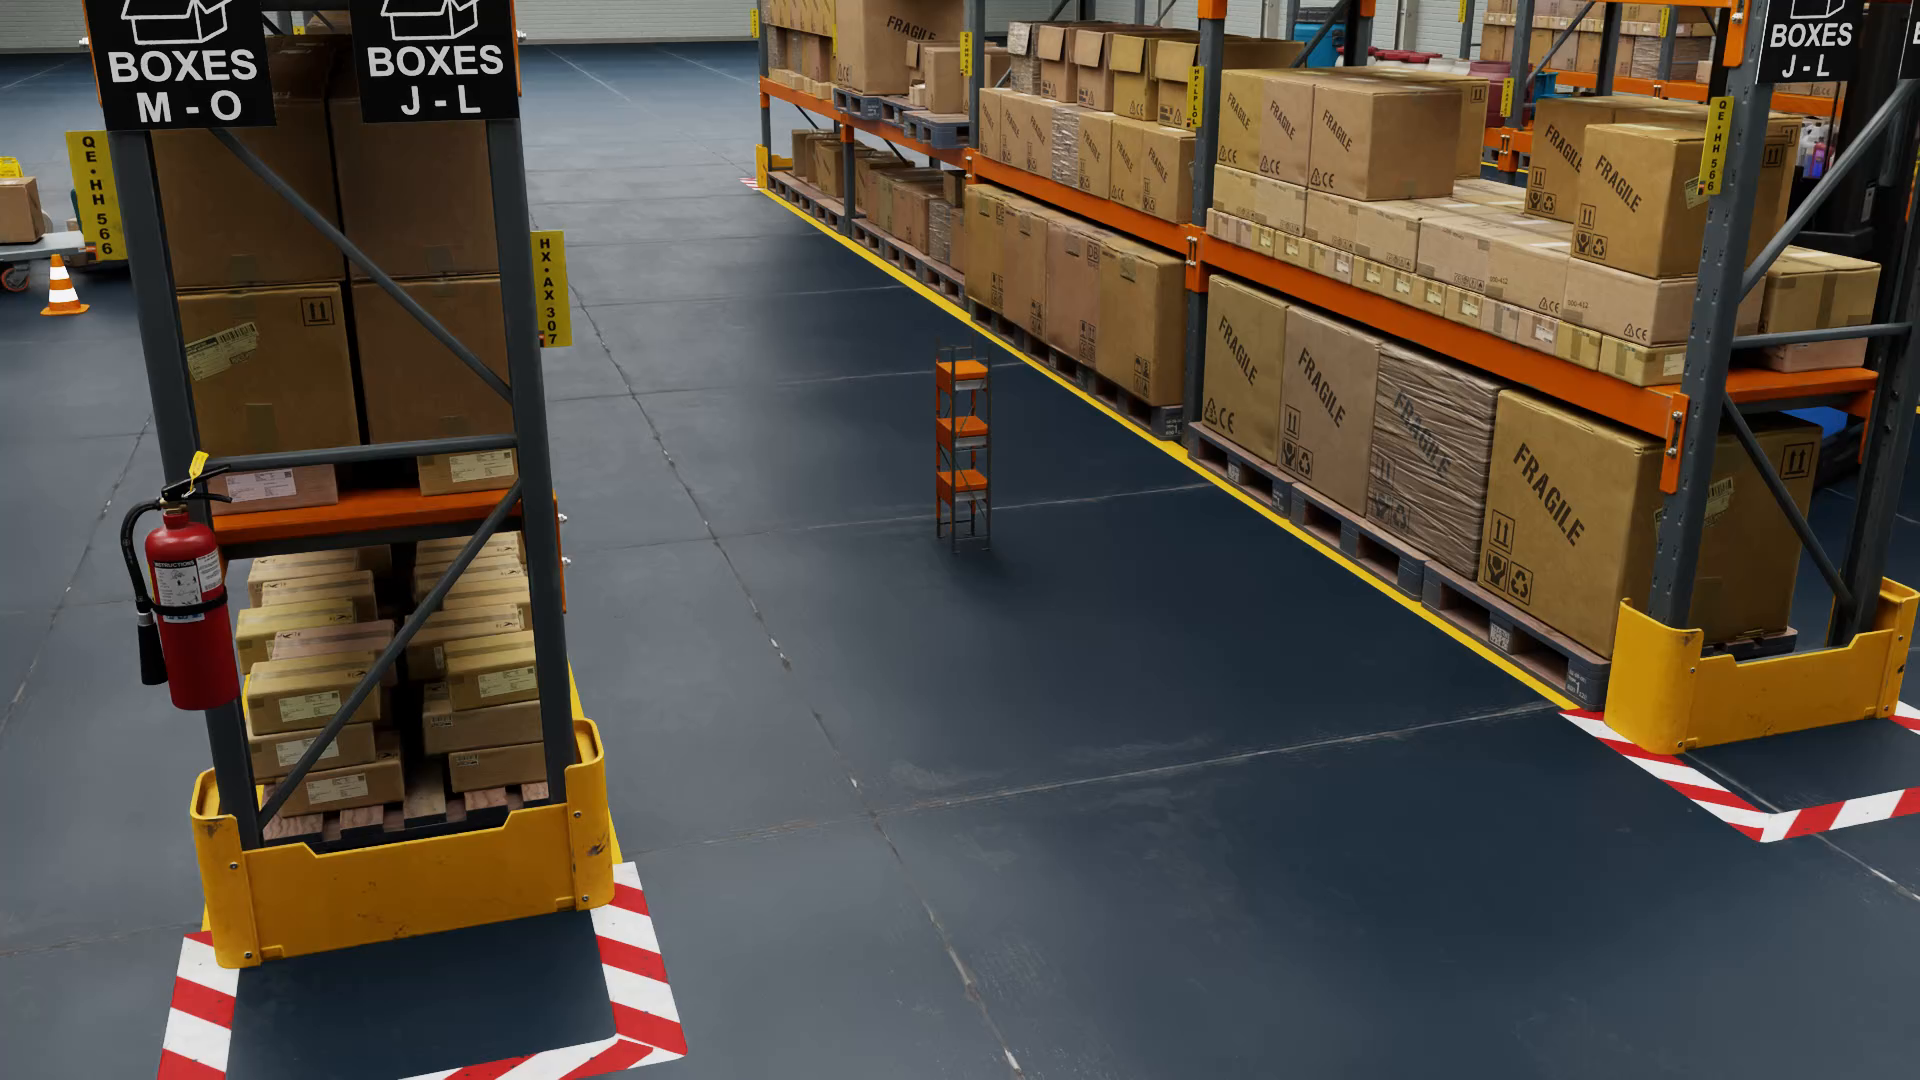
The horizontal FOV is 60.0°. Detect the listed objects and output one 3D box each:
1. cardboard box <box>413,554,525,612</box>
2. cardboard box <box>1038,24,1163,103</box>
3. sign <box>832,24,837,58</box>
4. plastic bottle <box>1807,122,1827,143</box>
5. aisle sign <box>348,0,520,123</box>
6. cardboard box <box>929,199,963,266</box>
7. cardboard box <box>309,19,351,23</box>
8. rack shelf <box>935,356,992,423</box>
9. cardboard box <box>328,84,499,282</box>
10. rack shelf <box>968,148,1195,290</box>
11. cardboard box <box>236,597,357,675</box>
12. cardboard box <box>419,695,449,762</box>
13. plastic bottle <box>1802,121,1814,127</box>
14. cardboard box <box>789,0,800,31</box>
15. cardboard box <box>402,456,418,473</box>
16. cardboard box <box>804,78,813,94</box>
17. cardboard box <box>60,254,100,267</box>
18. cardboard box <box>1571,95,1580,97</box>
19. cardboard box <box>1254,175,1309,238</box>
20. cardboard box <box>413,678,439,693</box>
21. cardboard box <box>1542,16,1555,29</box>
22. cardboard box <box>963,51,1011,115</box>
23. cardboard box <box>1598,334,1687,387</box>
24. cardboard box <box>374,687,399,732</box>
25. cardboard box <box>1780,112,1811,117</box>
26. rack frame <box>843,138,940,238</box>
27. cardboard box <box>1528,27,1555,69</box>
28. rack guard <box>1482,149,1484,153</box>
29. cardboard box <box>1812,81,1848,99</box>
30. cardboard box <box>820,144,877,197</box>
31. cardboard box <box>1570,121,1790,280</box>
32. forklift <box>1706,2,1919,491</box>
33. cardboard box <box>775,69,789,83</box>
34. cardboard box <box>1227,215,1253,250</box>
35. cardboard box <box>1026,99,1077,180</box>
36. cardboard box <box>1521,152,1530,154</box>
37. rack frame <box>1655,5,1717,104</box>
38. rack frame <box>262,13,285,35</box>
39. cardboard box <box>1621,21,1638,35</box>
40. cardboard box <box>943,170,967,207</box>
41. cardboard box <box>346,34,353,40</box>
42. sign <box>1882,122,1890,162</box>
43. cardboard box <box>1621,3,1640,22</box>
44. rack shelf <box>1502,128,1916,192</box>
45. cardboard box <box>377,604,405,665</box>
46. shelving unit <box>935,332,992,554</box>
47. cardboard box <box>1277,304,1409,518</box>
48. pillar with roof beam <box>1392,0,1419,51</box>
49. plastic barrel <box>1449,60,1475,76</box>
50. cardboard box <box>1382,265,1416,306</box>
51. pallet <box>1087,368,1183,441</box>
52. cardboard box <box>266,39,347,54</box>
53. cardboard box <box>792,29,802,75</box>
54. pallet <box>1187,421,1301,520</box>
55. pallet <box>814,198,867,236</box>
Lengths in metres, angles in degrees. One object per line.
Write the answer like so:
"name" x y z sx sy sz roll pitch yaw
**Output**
"cardboard box" -1.819 0.184 6.182 0.380 0.149 0.250 -7 21 -20
"cardboard box" 0.980 -3.370 11.729 0.797 0.503 0.637 -6 21 -16
"sign" -1.206 -4.927 16.417 0.100 0.325 0.005 -6 21 -17
"plastic bottle" 6.060 -2.791 11.823 0.144 0.351 0.185 -6 21 -17
"aisle sign" -1.355 -1.466 4.216 0.394 0.787 0.004 -6 21 -17
"cardboard box" 0.148 -2.717 14.589 0.700 0.500 0.500 -8 21 -22
"cardboard box" -4.469 -3.627 12.449 0.700 0.500 0.500 -7 21 -18
"rack shelf" 0.017 -0.734 8.099 0.215 0.259 0.240 -6 21 -17
"cardboard box" -1.551 -1.064 4.876 0.500 0.500 0.500 -7 21 -18
"rack shelf" 1.192 -2.316 11.491 1.077 0.370 4.000 -6 21 -17
"cardboard box" -2.296 0.330 5.776 0.380 0.149 0.250 -7 21 -18
"cardboard box" -1.683 0.632 5.816 0.380 0.149 0.250 -6 21 -17
"plastic bottle" 6.375 -3.041 12.630 0.152 0.276 0.135 -6 21 -17
"cardboard box" -1.565 -5.834 18.156 0.500 0.500 0.500 -6 21 -17
"cardboard box" -1.572 -0.332 5.276 0.380 0.149 0.250 -6 21 -15
"cardboard box" -1.498 -4.982 18.222 0.380 0.149 0.250 -6 21 -17
"cardboard box" -8.320 -2.730 15.624 0.396 0.266 0.258 12 23 30
"cardboard box" 7.881 -5.494 21.612 0.500 0.500 0.500 -6 21 -17
"cardboard box" 1.871 -1.743 8.615 0.500 0.250 0.500 -6 21 -17
"cardboard box" -1.777 0.411 5.991 0.380 0.149 0.250 -6 21 -17
"cardboard box" 7.780 -6.705 21.540 0.380 0.149 0.250 -7 21 -18
"cardboard box" 0.356 -3.710 13.539 0.500 0.500 0.500 -9 22 -24
"cardboard box" 2.654 -0.690 6.272 0.380 0.149 0.250 -6 21 -16
"cardboard box" -2.204 0.597 5.913 0.380 0.149 0.250 -6 21 -17
"cardboard box" 12.288 -6.153 24.435 0.500 0.311 0.500 -9 22 -23
"rack frame" -0.694 -4.580 16.730 1.000 3.000 0.127 -6 21 -17
"cardboard box" 7.909 -6.483 21.880 0.700 0.500 0.500 -6 21 -17
"rack guard" 7.447 -5.746 23.675 1.175 0.500 0.348 -6 21 -17
"cardboard box" 9.426 -4.932 17.561 0.500 0.500 0.500 -8 21 -20
"cardboard box" -1.238 -4.108 18.492 0.500 0.500 0.500 -8 21 -22
"cardboard box" 2.675 -1.280 6.215 0.500 0.500 0.500 -6 21 -17
"forklift" 4.882 -1.944 9.493 3.031 2.935 1.130 -19 27 -42
"cardboard box" -1.963 -5.465 19.565 0.380 0.149 0.250 -6 21 -17
"cardboard box" 1.681 -1.680 9.028 0.380 0.149 0.250 -7 21 -19
"cardboard box" 0.787 -2.829 11.708 0.500 0.500 0.500 -7 21 -18
"cardboard box" 7.729 -5.302 22.188 0.500 0.250 0.500 -6 21 -17
"rack frame" 8.712 -5.631 19.657 1.000 3.000 0.127 -6 21 -17
"rack frame" -2.920 -1.518 8.206 1.000 3.000 0.127 -6 21 -17
"cardboard box" 8.262 -6.212 20.165 0.380 0.149 0.250 -7 21 -19
"cardboard box" 0.148 -3.061 14.439 0.500 0.250 0.500 -4 20 -11
"cardboard box" -2.515 -2.054 7.630 0.500 0.500 0.500 -7 21 -19
"sign" 6.000 -2.611 10.840 0.100 0.325 0.005 -6 21 -17
"cardboard box" 8.406 -6.593 20.267 0.700 0.500 0.500 -6 21 -17
"rack shelf" 5.894 -2.842 12.956 1.077 0.370 4.000 -6 21 -17
"cardboard box" -2.251 0.367 6.114 0.380 0.149 0.250 -7 21 -18
"shelving unit" 0.017 -0.477 8.191 0.215 1.050 0.252 -6 21 -17
"cardboard box" 2.235 -0.701 8.454 0.875 0.875 0.875 -6 21 -17
"pillar with roof beam" 5.339 -13.527 32.764 9.100 9.000 0.400 -6 21 -17
"plastic barrel" 4.739 -4.183 15.459 0.421 0.512 0.421 0 20 0
"cardboard box" 2.173 -1.181 7.638 0.380 0.149 0.250 -6 21 -16
"pallet" 1.507 -0.940 10.721 1.003 0.211 1.213 -6 21 -17
"cardboard box" -2.832 -1.840 7.036 0.500 0.500 0.500 -7 21 -19
"cardboard box" -1.417 -5.559 18.867 0.875 0.500 0.500 -6 21 -17
"pallet" 1.986 -0.448 9.352 1.003 0.211 1.213 -6 21 -17
"pallet" -0.938 -3.479 17.791 1.003 0.211 1.213 -6 21 -17
